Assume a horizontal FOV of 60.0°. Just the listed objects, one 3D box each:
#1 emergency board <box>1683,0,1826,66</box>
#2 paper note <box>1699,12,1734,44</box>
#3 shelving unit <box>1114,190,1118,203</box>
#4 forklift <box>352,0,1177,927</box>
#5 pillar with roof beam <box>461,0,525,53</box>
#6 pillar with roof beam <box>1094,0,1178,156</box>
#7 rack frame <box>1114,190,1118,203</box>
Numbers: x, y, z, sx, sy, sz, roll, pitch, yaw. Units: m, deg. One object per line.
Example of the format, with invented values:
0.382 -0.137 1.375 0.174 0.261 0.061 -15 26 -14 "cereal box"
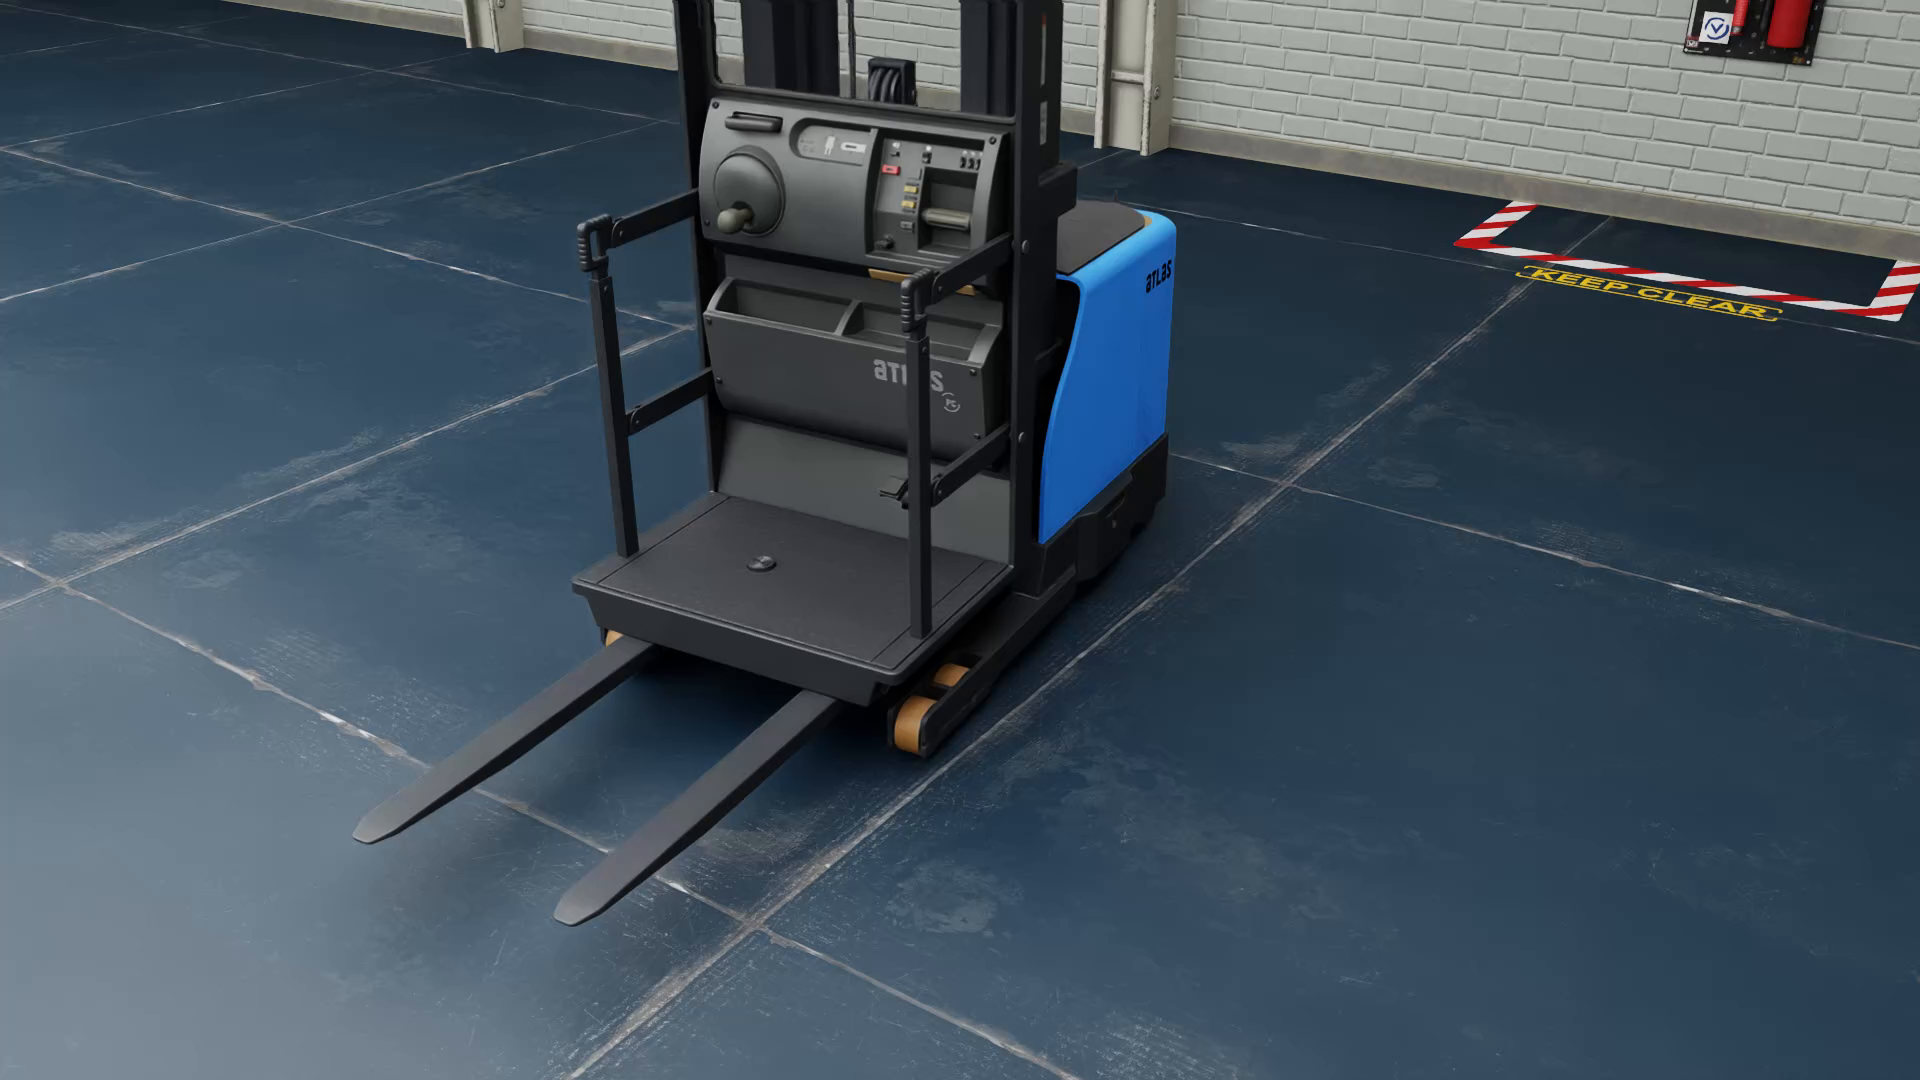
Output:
4.041 -2.986 8.310 0.643 1.169 0.194 17 32 30 "emergency board"
3.934 -2.665 8.650 0.142 0.148 0.016 17 32 30 "paper note"
0.398 -0.752 6.071 0.252 1.050 0.215 14 30 25 "shelving unit"
-0.413 -0.945 4.375 1.130 2.935 3.031 14 30 25 "forklift"
-6.272 -6.483 8.567 0.400 9.000 9.100 17 32 30 "pillar with roof beam"
-1.326 -4.942 5.540 0.400 9.000 9.100 17 32 30 "pillar with roof beam"
0.506 -0.726 6.019 0.008 1.050 0.200 14 30 25 "rack frame"
